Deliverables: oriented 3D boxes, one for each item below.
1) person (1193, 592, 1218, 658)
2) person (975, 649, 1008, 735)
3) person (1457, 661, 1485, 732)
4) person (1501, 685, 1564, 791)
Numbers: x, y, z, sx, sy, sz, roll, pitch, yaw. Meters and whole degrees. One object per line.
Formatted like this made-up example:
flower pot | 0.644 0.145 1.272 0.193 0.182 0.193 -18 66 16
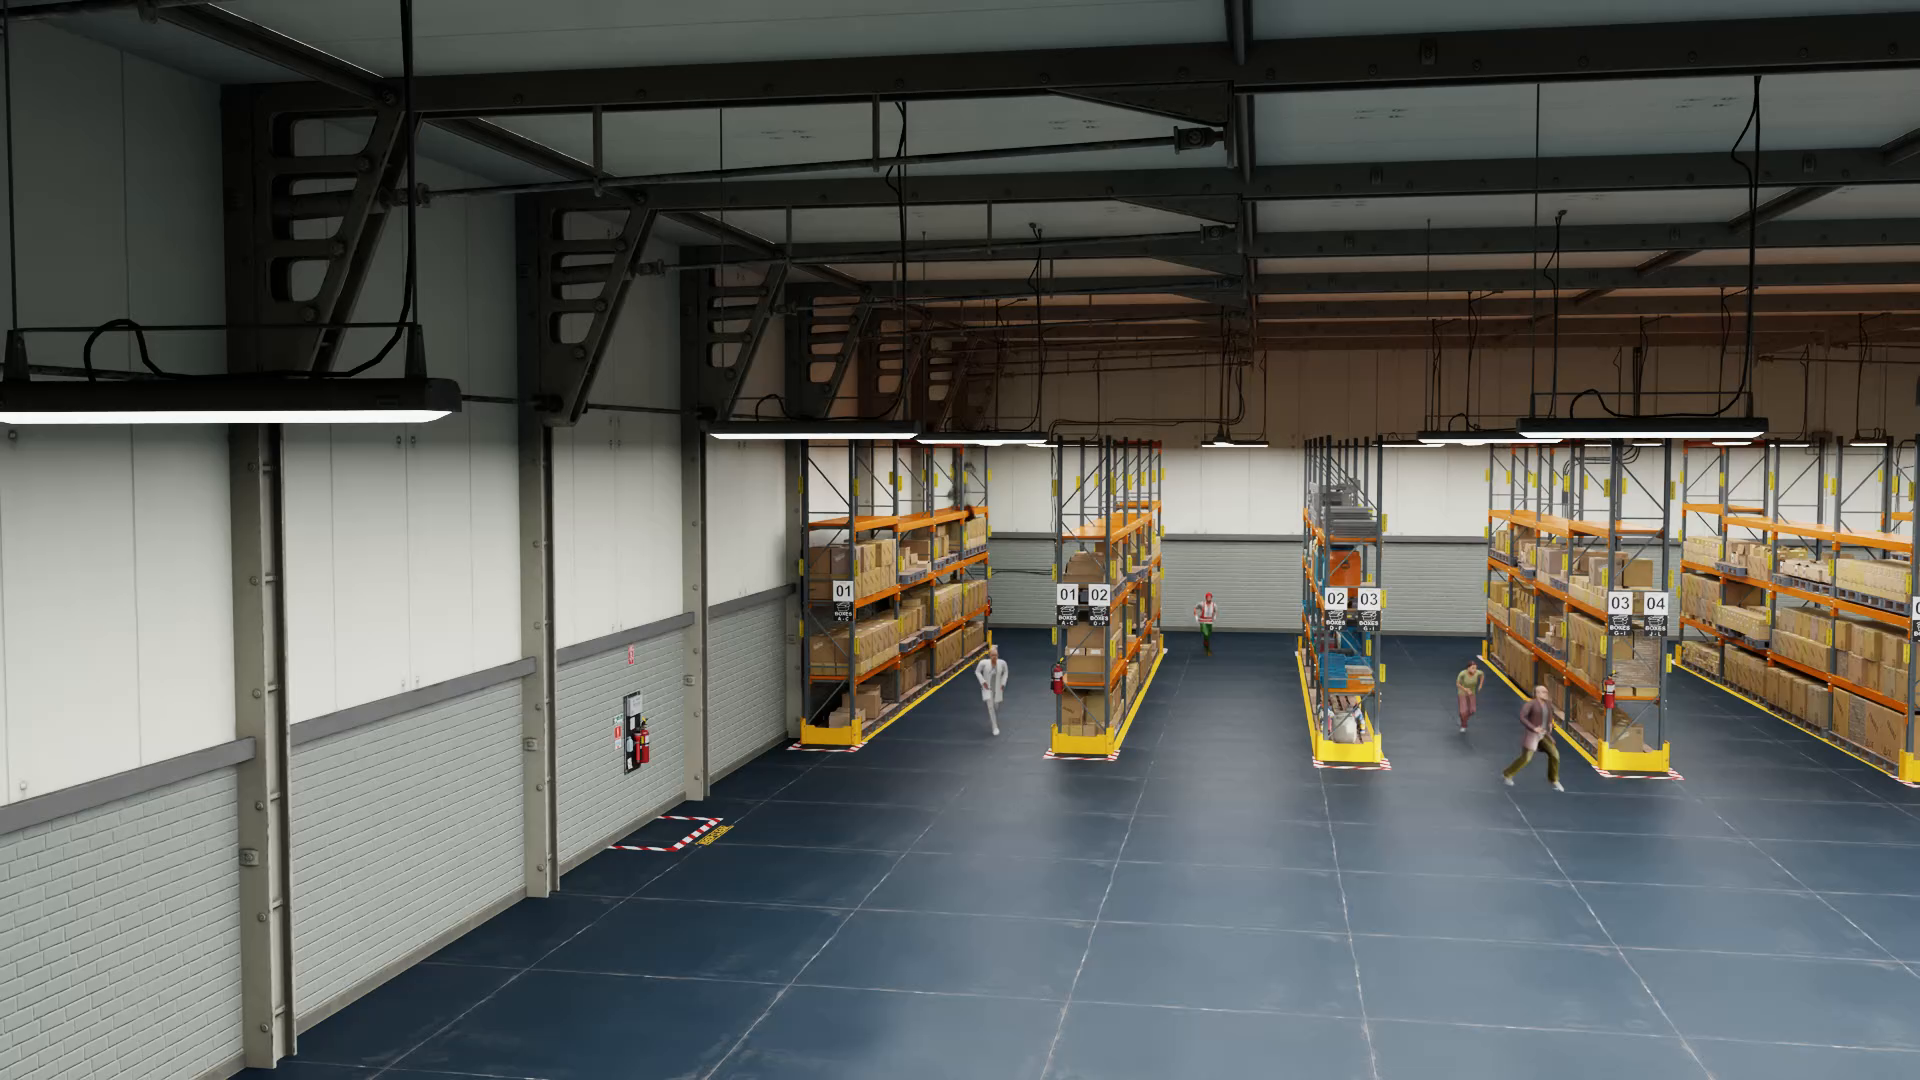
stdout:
person | 6.855 2.342 46.266 0.682 1.795 0.942 -1 3 -10
person | 0.638 3.044 33.811 0.687 1.731 0.922 0 3 -4
person | 10.335 3.161 33.683 0.601 1.498 0.758 0 3 -1
person | 9.724 3.343 28.140 0.935 1.777 0.821 -2 4 -29
